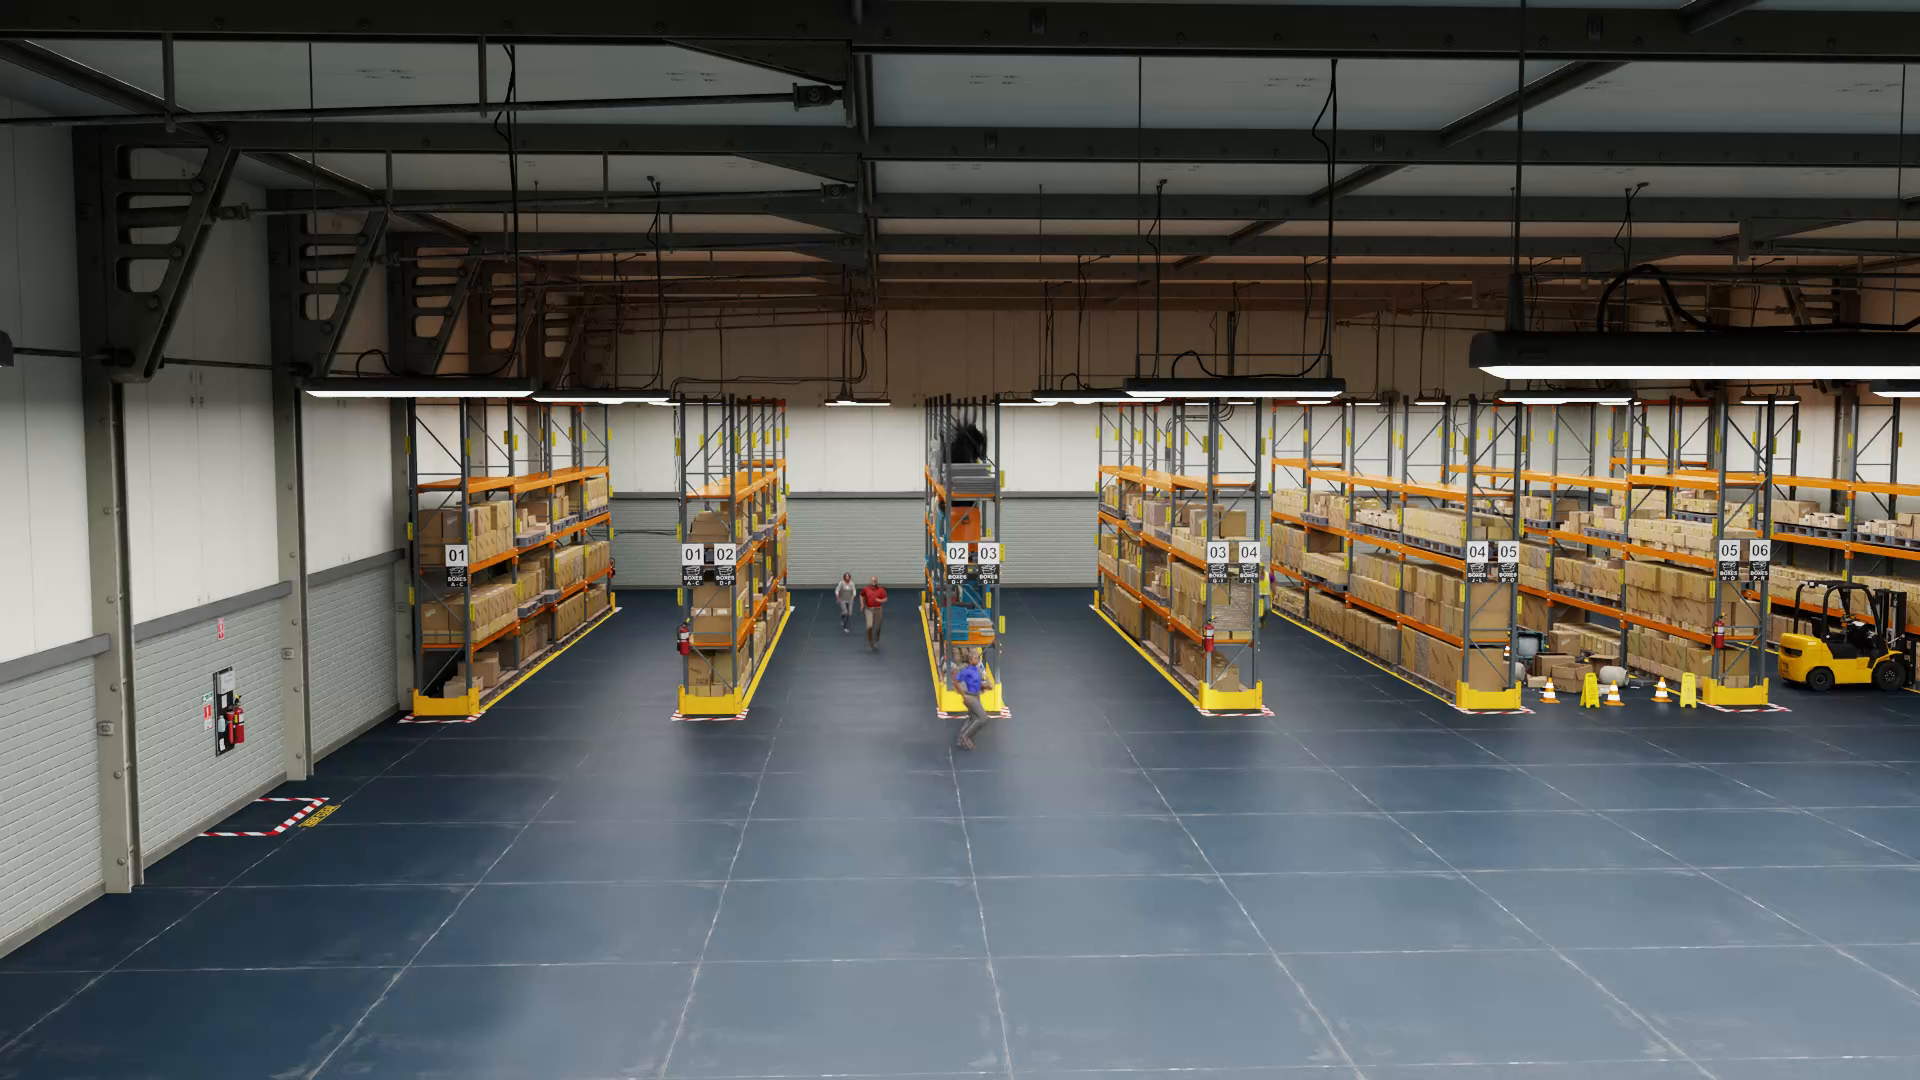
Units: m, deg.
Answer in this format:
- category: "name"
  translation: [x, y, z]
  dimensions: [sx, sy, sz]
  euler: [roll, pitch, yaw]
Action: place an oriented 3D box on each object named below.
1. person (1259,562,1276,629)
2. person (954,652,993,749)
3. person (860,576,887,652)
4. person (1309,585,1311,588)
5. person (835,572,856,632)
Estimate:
- category: "person"
  translation: [7.862, 1.445, 43.213]
  dimensions: [0.712, 1.737, 0.653]
  euler: [0, 5, 4]
- category: "person"
  translation: [0.243, 2.695, 27.892]
  dimensions: [0.638, 1.627, 0.552]
  euler: [2, 5, 19]
- category: "person"
  translation: [-2.043, 1.758, 39.420]
  dimensions: [0.633, 1.800, 0.770]
  euler: [-1, 5, -8]
- category: "person"
  translation: [10.252, 1.072, 49.006]
  dimensions: [0.742, 1.622, 0.680]
  euler: [-4, 6, -42]
- category: "person"
  translation: [-2.898, 1.596, 42.471]
  dimensions: [0.521, 1.551, 0.571]
  euler: [-1, 5, -16]
